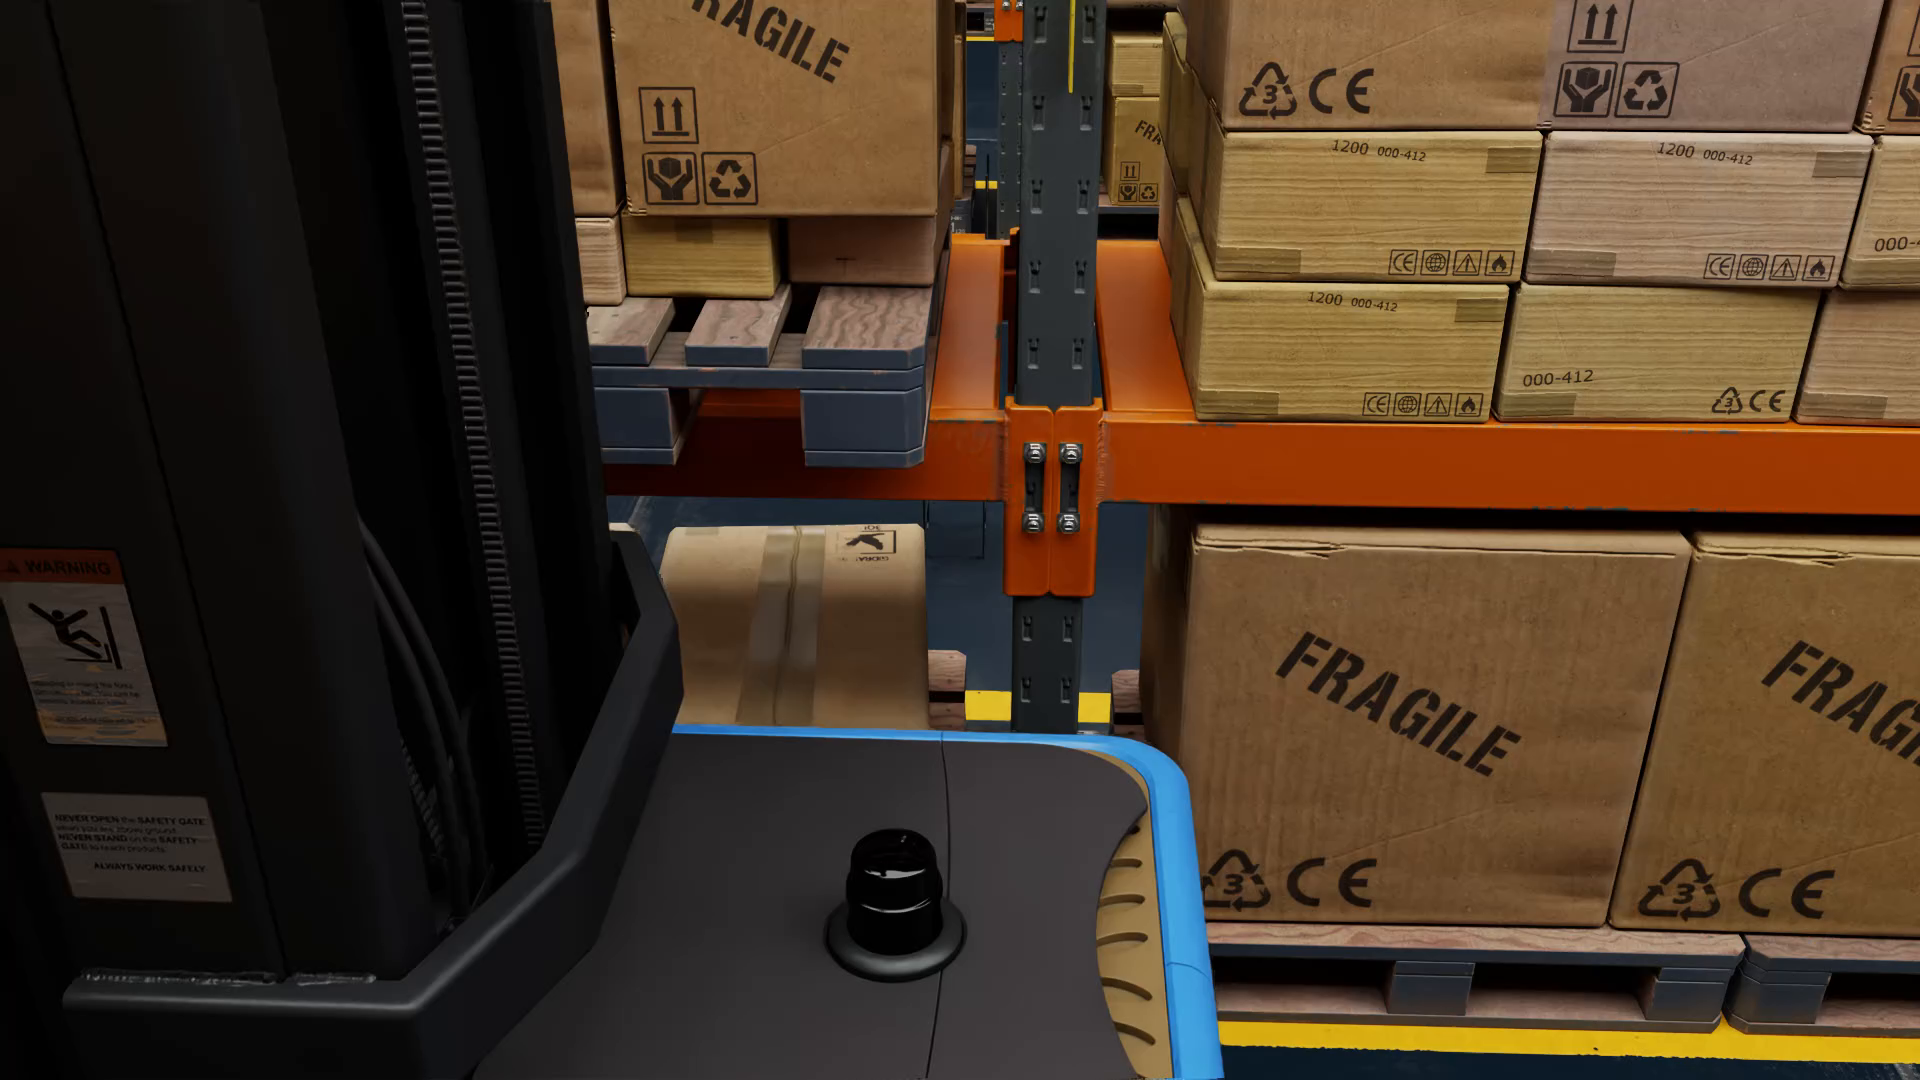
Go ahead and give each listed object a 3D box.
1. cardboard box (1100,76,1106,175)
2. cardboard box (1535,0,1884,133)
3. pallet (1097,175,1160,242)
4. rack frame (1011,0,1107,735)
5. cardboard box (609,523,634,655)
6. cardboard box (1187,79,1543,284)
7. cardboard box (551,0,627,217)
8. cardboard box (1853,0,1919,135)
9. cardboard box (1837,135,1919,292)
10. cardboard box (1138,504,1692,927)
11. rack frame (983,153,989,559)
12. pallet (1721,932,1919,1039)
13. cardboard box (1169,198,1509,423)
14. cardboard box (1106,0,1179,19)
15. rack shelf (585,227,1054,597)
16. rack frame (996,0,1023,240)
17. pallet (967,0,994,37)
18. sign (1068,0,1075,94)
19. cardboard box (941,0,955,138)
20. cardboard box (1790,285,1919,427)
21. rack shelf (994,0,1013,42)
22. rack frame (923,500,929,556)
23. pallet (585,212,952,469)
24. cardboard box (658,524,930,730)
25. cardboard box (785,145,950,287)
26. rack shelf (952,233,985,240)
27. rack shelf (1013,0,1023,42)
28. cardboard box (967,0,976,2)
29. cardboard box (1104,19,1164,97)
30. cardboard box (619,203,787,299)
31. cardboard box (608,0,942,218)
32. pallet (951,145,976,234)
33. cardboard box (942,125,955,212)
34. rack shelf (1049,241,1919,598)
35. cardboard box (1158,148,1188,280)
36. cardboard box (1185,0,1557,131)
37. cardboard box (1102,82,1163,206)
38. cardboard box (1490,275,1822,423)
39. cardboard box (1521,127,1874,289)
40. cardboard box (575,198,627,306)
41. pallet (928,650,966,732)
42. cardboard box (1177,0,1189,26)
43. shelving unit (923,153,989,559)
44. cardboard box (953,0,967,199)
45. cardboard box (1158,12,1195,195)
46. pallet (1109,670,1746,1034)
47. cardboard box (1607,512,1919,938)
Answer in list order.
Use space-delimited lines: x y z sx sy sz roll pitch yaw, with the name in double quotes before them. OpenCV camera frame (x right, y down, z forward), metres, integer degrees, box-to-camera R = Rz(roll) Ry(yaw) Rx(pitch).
"cardboard box" 0.920 -2.130 8.285 0.500 0.500 0.500 1 28 2
"cardboard box" 1.159 -0.978 2.718 0.500 0.500 0.500 1 28 2
"pallet" 1.034 -1.691 8.215 1.213 0.211 1.003 1 28 2
"rack frame" 0.179 -0.618 3.214 0.127 3.000 1.000 1 28 2
"cardboard box" -1.123 0.335 3.773 0.625 0.372 0.950 0 28 1
"cardboard box" 0.677 -0.649 2.898 0.500 0.250 0.500 1 28 1
"cardboard box" -0.802 -0.860 2.798 0.500 0.500 0.500 1 28 1
"cardboard box" 1.676 -0.962 2.688 0.500 0.500 0.500 2 28 3
"cardboard box" 1.691 -0.626 2.854 0.500 0.250 0.500 1 28 2
"cardboard box" 0.866 0.185 3.518 0.875 0.875 0.875 1 28 1
"rack frame" 0.077 -0.529 4.967 0.006 1.200 0.240 1 28 2
"pallet" 2.180 0.683 3.735 1.213 0.211 1.003 1 28 2
"cardboard box" 0.659 -0.426 3.012 0.500 0.250 0.500 0 28 1
"cardboard box" 0.945 -2.461 8.109 0.500 0.250 0.500 0 28 1
"rack shelf" -1.820 -0.334 3.445 4.000 0.370 1.077 1 28 2
"rack frame" 0.253 -2.937 7.588 0.127 3.000 1.000 1 28 2
"pallet" -0.252 -4.039 12.643 1.213 0.211 1.003 1 28 2
"sign" 0.169 -0.841 2.482 0.005 0.325 0.100 1 28 2
"cardboard box" -0.263 -1.095 3.241 0.500 0.500 0.500 0 28 0
"cardboard box" 1.697 -0.415 2.990 0.500 0.250 0.500 2 28 3
"rack shelf" -1.746 -2.652 7.819 4.000 0.370 1.077 1 28 2
"rack frame" -0.106 -0.532 4.972 0.006 1.200 0.240 1 28 2
"pallet" -0.537 -0.496 3.187 1.003 0.211 1.213 1 28 2
"cardboard box" -0.385 0.343 3.757 0.625 0.372 0.950 -1 28 -2
"cardboard box" -0.157 -0.588 2.977 0.250 0.149 0.380 2 28 4
"rack shelf" -0.014 -0.809 4.822 0.180 0.103 0.258 1 28 2
"rack shelf" 2.251 -2.586 7.694 4.000 0.370 1.077 1 28 2
"cardboard box" -0.142 -4.349 12.450 0.500 0.500 0.700 0 28 -1
"cardboard box" 0.933 -2.225 7.664 0.500 0.250 0.500 0 28 -1
"cardboard box" -0.427 -0.559 2.921 0.250 0.149 0.380 1 28 3
"cardboard box" -0.285 -0.857 2.791 0.500 0.500 0.500 0 28 0
"pallet" -0.533 -1.753 8.332 1.213 0.211 1.003 1 28 2
"cardboard box" -0.139 -0.785 3.349 0.250 0.149 0.380 -1 28 -1
"rack shelf" 2.178 -0.267 3.320 4.000 0.370 1.077 1 28 2
"cardboard box" 0.694 -0.665 3.462 0.500 0.250 0.500 0 28 0
"cardboard box" 0.663 -0.982 2.725 0.500 0.500 0.500 0 28 0
"cardboard box" 0.951 -1.887 7.828 0.500 0.500 0.500 0 28 0
"cardboard box" 1.173 -0.426 3.011 0.500 0.250 0.500 0 28 0
"cardboard box" 1.193 -0.640 2.881 0.500 0.250 0.500 2 28 3
"cardboard box" -0.681 -0.542 2.890 0.250 0.149 0.380 1 28 1
"pallet" -0.602 0.600 3.893 1.213 0.211 1.003 1 28 2
"cardboard box" 0.705 -1.218 3.171 0.500 0.500 0.500 0 28 0
"shelving unit" -0.014 -0.530 4.969 0.189 1.200 0.258 1 28 2
"cardboard box" -0.353 -2.181 8.115 0.750 0.750 1.050 1 28 1
"cardboard box" 0.672 -0.884 3.341 0.500 0.250 0.500 1 28 2
"pallet" 0.964 0.662 3.776 1.213 0.211 1.003 1 28 2
"cardboard box" 1.758 0.202 3.487 0.875 0.875 0.875 1 28 2
